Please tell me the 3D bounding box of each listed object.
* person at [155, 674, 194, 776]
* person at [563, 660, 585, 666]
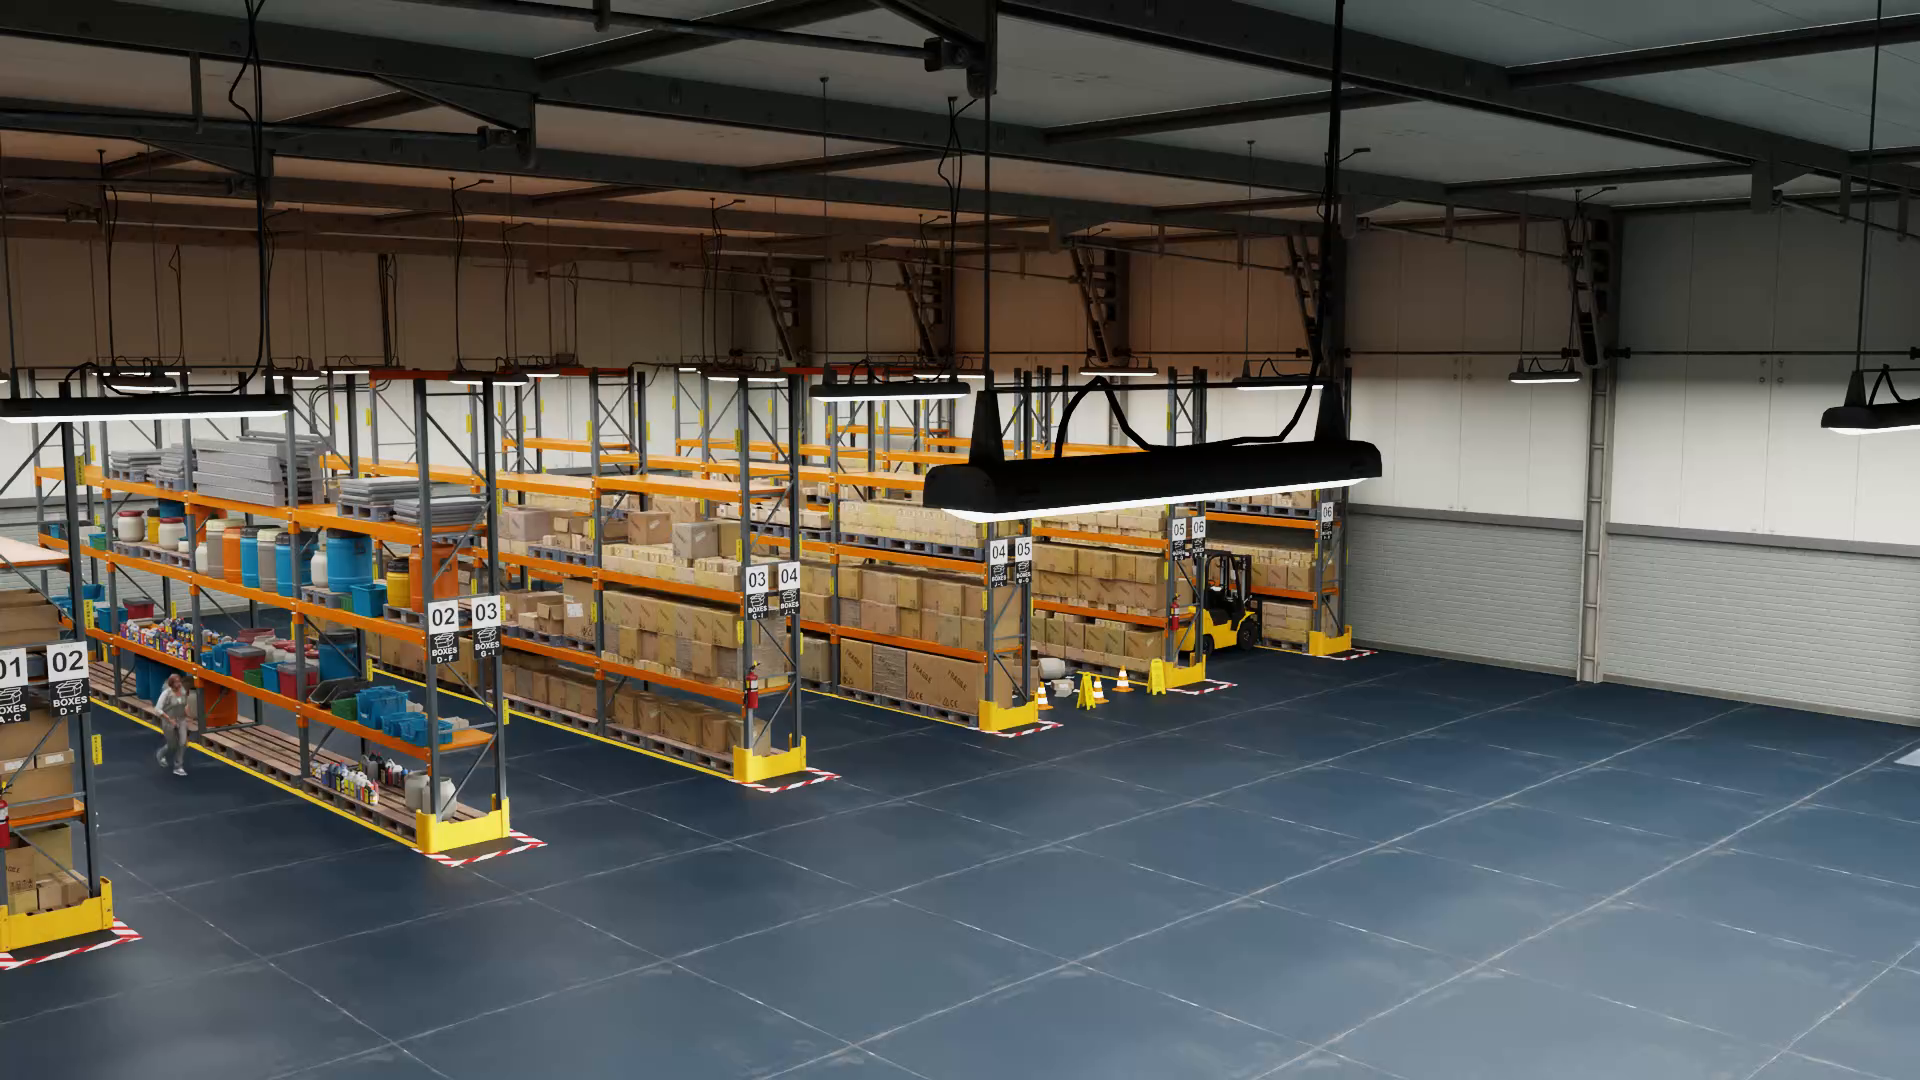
[{"bbox_3d":[-11.866,2.755,24.991,0.682,1.551,0.542,5,8,36],"label":"person"},{"bbox_3d":[-7.841,1.729,33.730,0.723,1.640,0.570,4,8,33],"label":"person"}]
